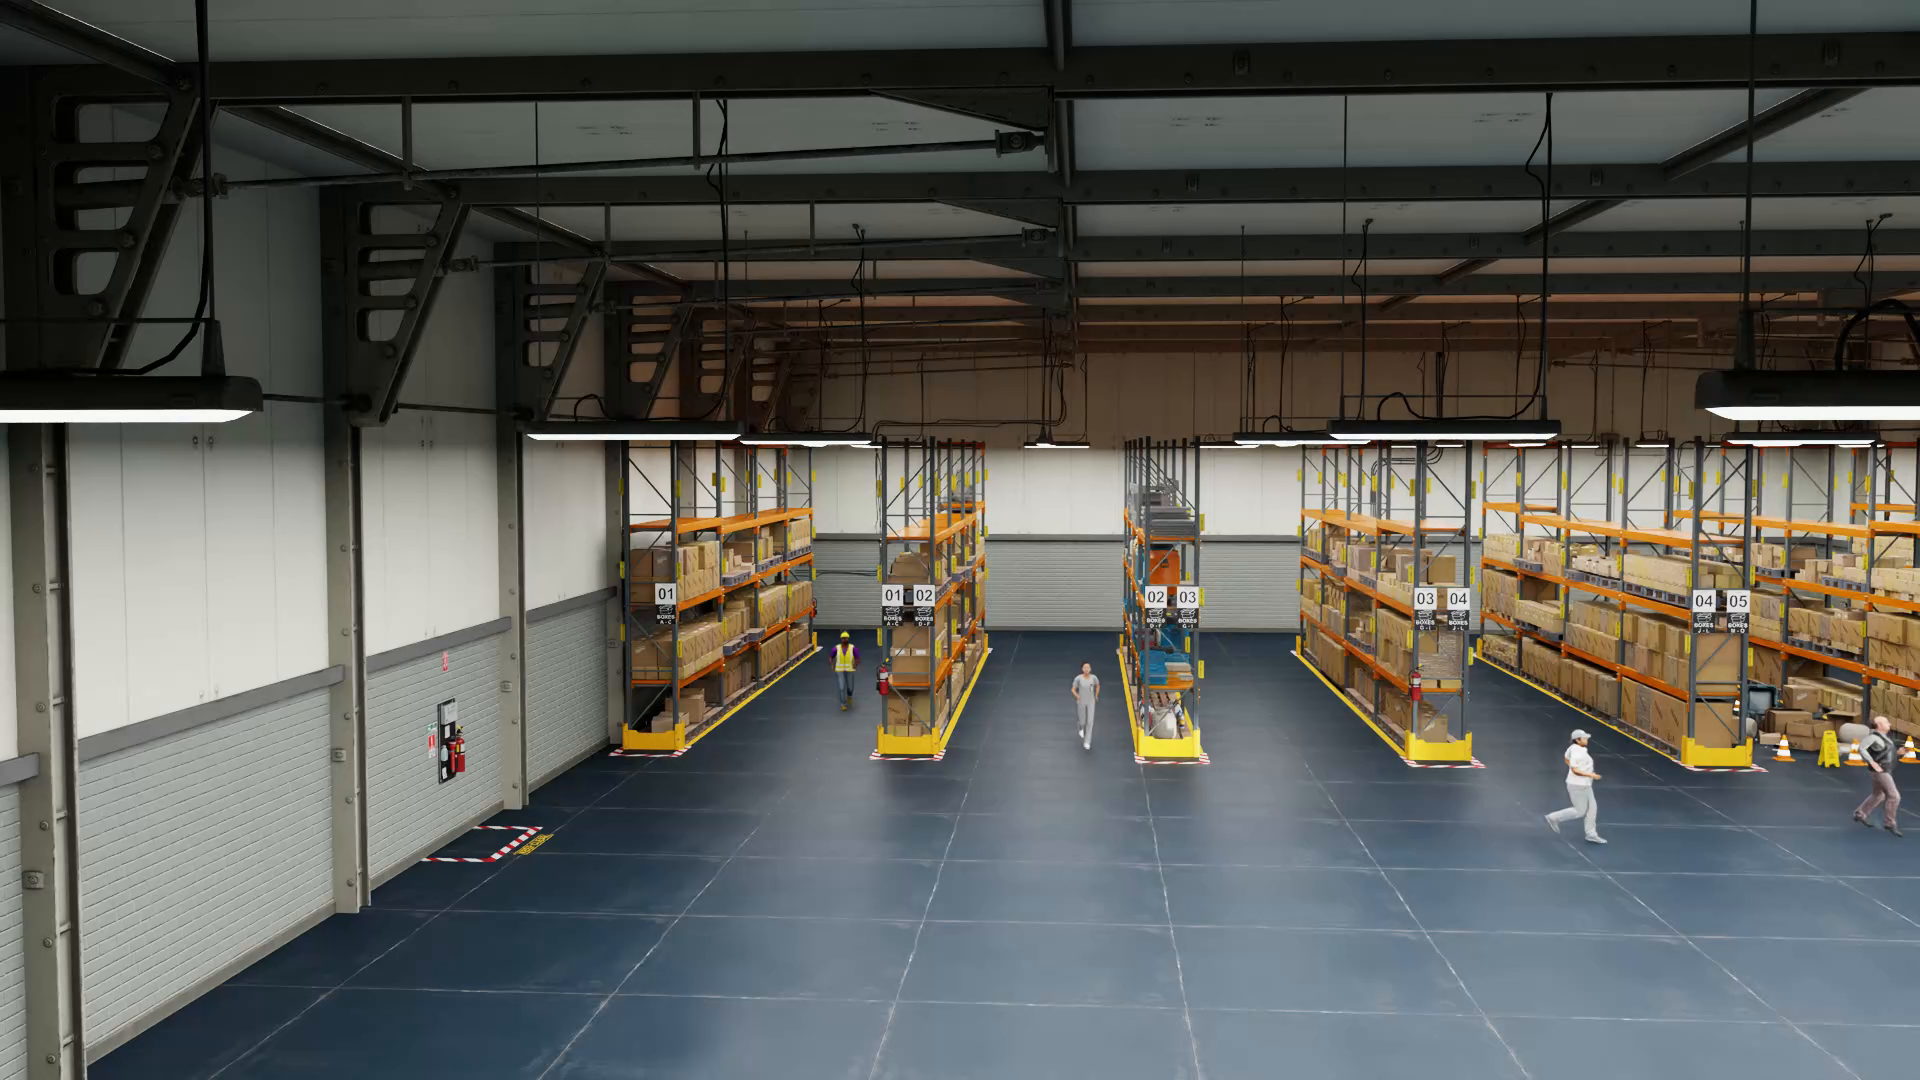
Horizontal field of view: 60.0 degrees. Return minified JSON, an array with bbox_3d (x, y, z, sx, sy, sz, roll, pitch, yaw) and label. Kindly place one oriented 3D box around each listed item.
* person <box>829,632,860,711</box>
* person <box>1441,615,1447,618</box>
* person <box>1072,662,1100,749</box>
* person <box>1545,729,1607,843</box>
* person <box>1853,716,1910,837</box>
[{"bbox_3d":[-2.552,2.895,36.768,0.704,1.723,0.696,0,3,-4],"label":"person"},{"bbox_3d":[13.151,2.410,46.111,0.727,1.694,0.549,2,4,39],"label":"person"},{"bbox_3d":[2.449,3.180,32.280,0.568,1.653,0.843,0,3,-2],"label":"person"},{"bbox_3d":[9.037,3.598,24.351,0.849,1.658,0.607,1,3,23],"label":"person"},{"bbox_3d":[13.800,3.522,24.921,0.741,1.771,0.642,3,4,41],"label":"person"}]
